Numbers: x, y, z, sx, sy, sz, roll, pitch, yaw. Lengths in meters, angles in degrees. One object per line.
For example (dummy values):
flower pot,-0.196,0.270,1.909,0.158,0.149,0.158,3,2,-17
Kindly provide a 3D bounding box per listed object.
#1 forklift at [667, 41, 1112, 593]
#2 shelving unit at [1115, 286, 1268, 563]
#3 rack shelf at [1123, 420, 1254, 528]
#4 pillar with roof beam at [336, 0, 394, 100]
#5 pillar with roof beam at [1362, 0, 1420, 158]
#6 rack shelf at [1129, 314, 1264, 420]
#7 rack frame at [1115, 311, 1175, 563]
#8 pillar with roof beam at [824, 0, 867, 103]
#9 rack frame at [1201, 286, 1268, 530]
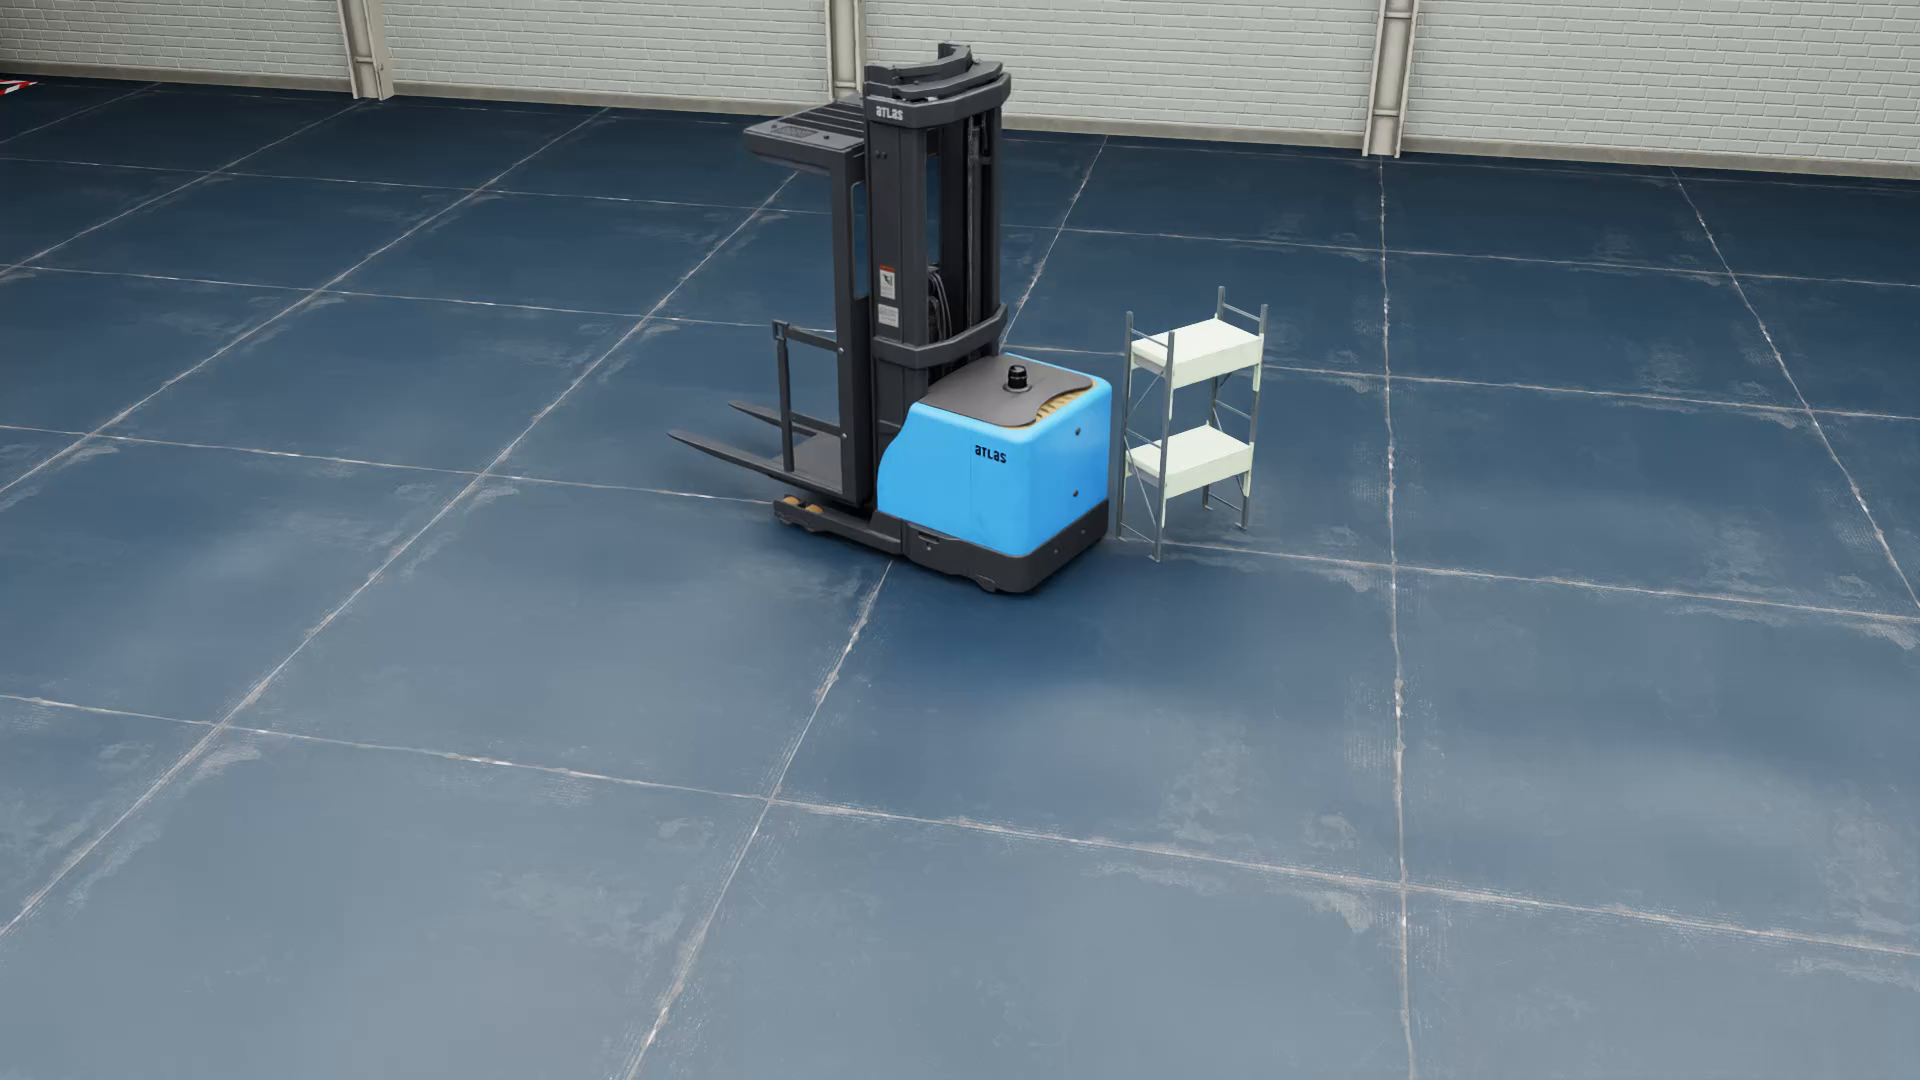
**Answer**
forklift,-0.569,-1.523,10.142,3.031,2.935,1.130,19,34,31
shelving unit,1.397,-0.702,10.133,0.755,1.500,0.431,-19,34,-31
rack shelf,1.397,-0.416,10.289,0.720,0.370,0.431,-19,34,-31
pillar with roof beam,-8.050,-7.346,14.460,0.400,9.000,9.100,6,29,11
pillar with roof beam,3.685,-6.143,12.262,0.400,9.000,9.100,6,29,11
rack shelf,1.397,-1.045,9.945,0.720,0.370,0.431,-19,34,-31
rack frame,1.099,-0.600,9.947,0.023,1.500,0.400,-19,34,-31
pillar with roof beam,-2.183,-6.744,13.361,0.400,9.000,9.100,6,29,11
rack frame,1.696,-0.804,10.319,0.023,1.500,0.400,-19,34,-31
